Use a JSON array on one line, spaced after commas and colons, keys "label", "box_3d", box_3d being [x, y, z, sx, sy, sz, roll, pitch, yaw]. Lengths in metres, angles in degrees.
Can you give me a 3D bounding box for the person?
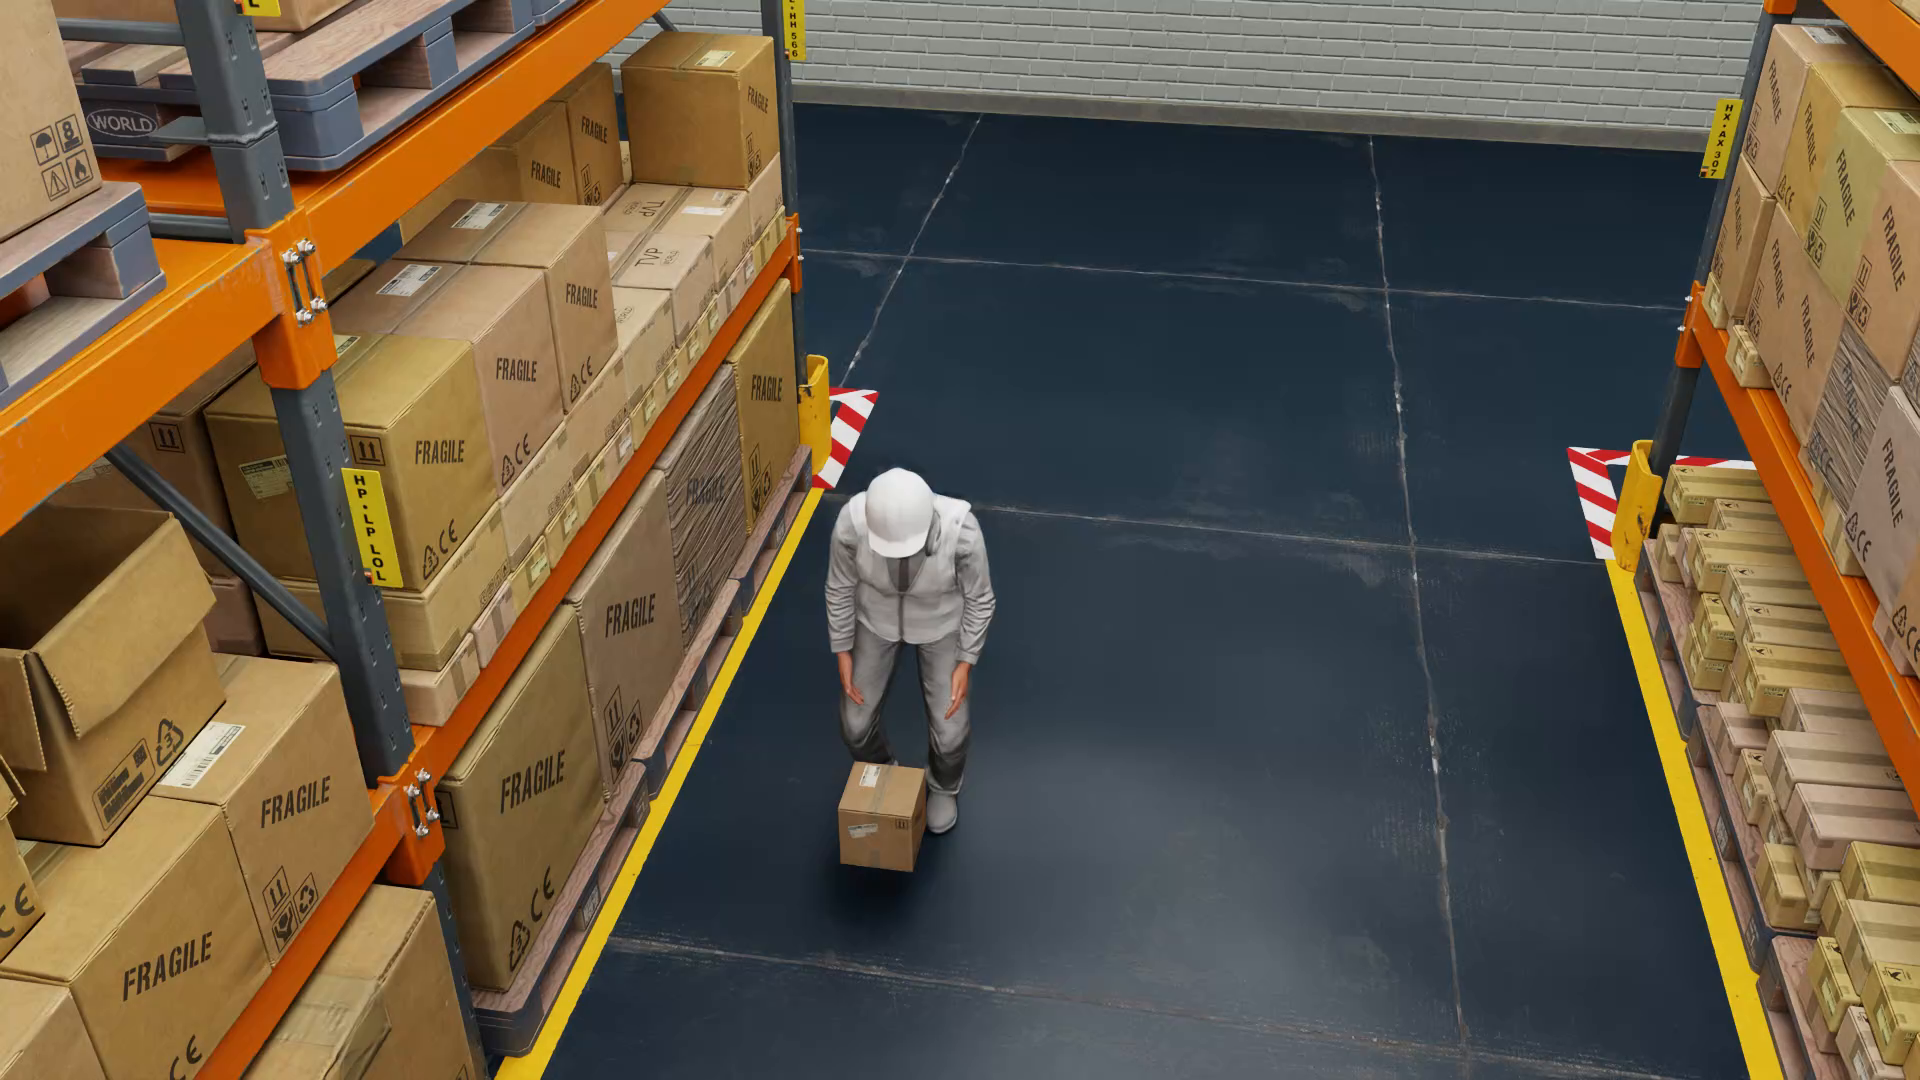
[{"label": "person", "box_3d": [-0.163, 0.340, 5.780, 0.588, 1.560, 0.671, 6, 33, 9]}]
